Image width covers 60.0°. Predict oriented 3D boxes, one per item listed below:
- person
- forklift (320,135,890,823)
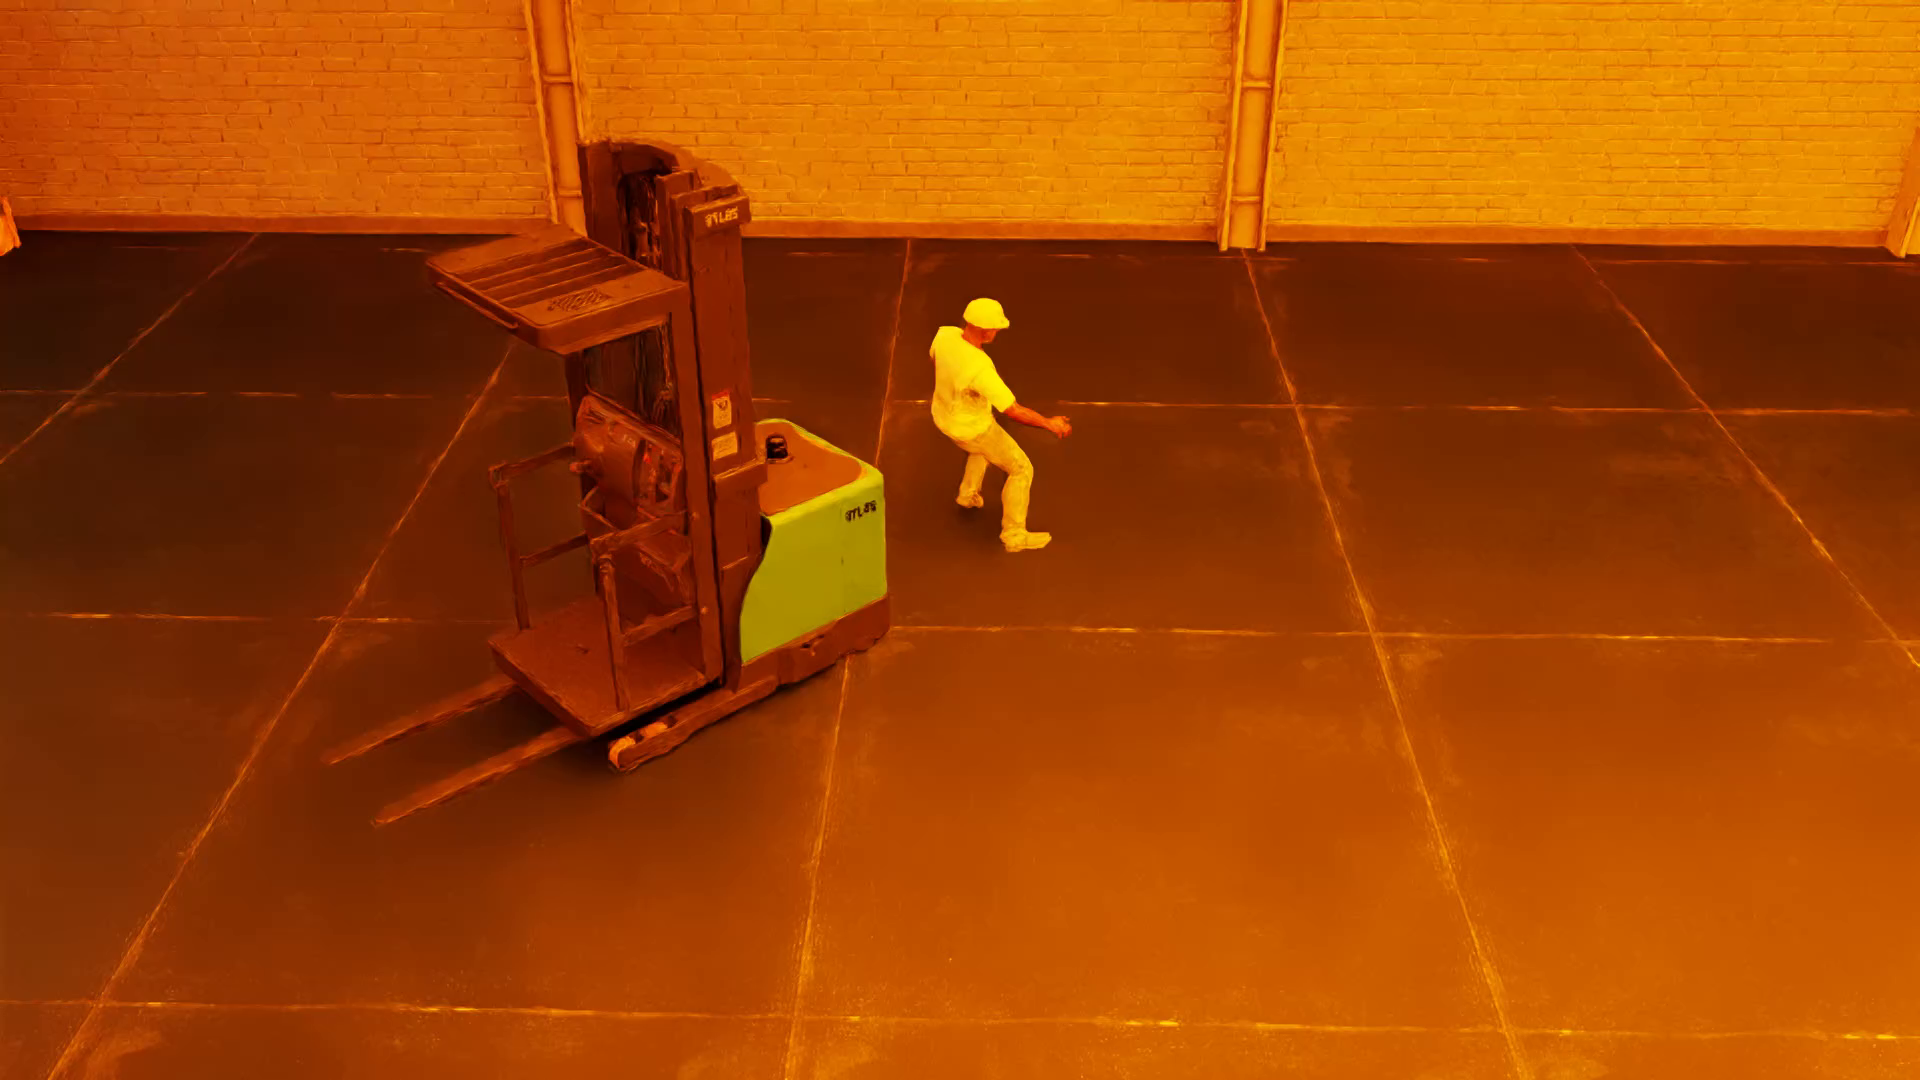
[{"bbox_3d":[0.182,-0.787,10.259,0.648,1.611,0.929,-17,34,-26],"label":"person"},{"bbox_3d":[-1.828,-0.384,8.265,3.031,2.935,1.130,-25,39,-35],"label":"forklift"}]
